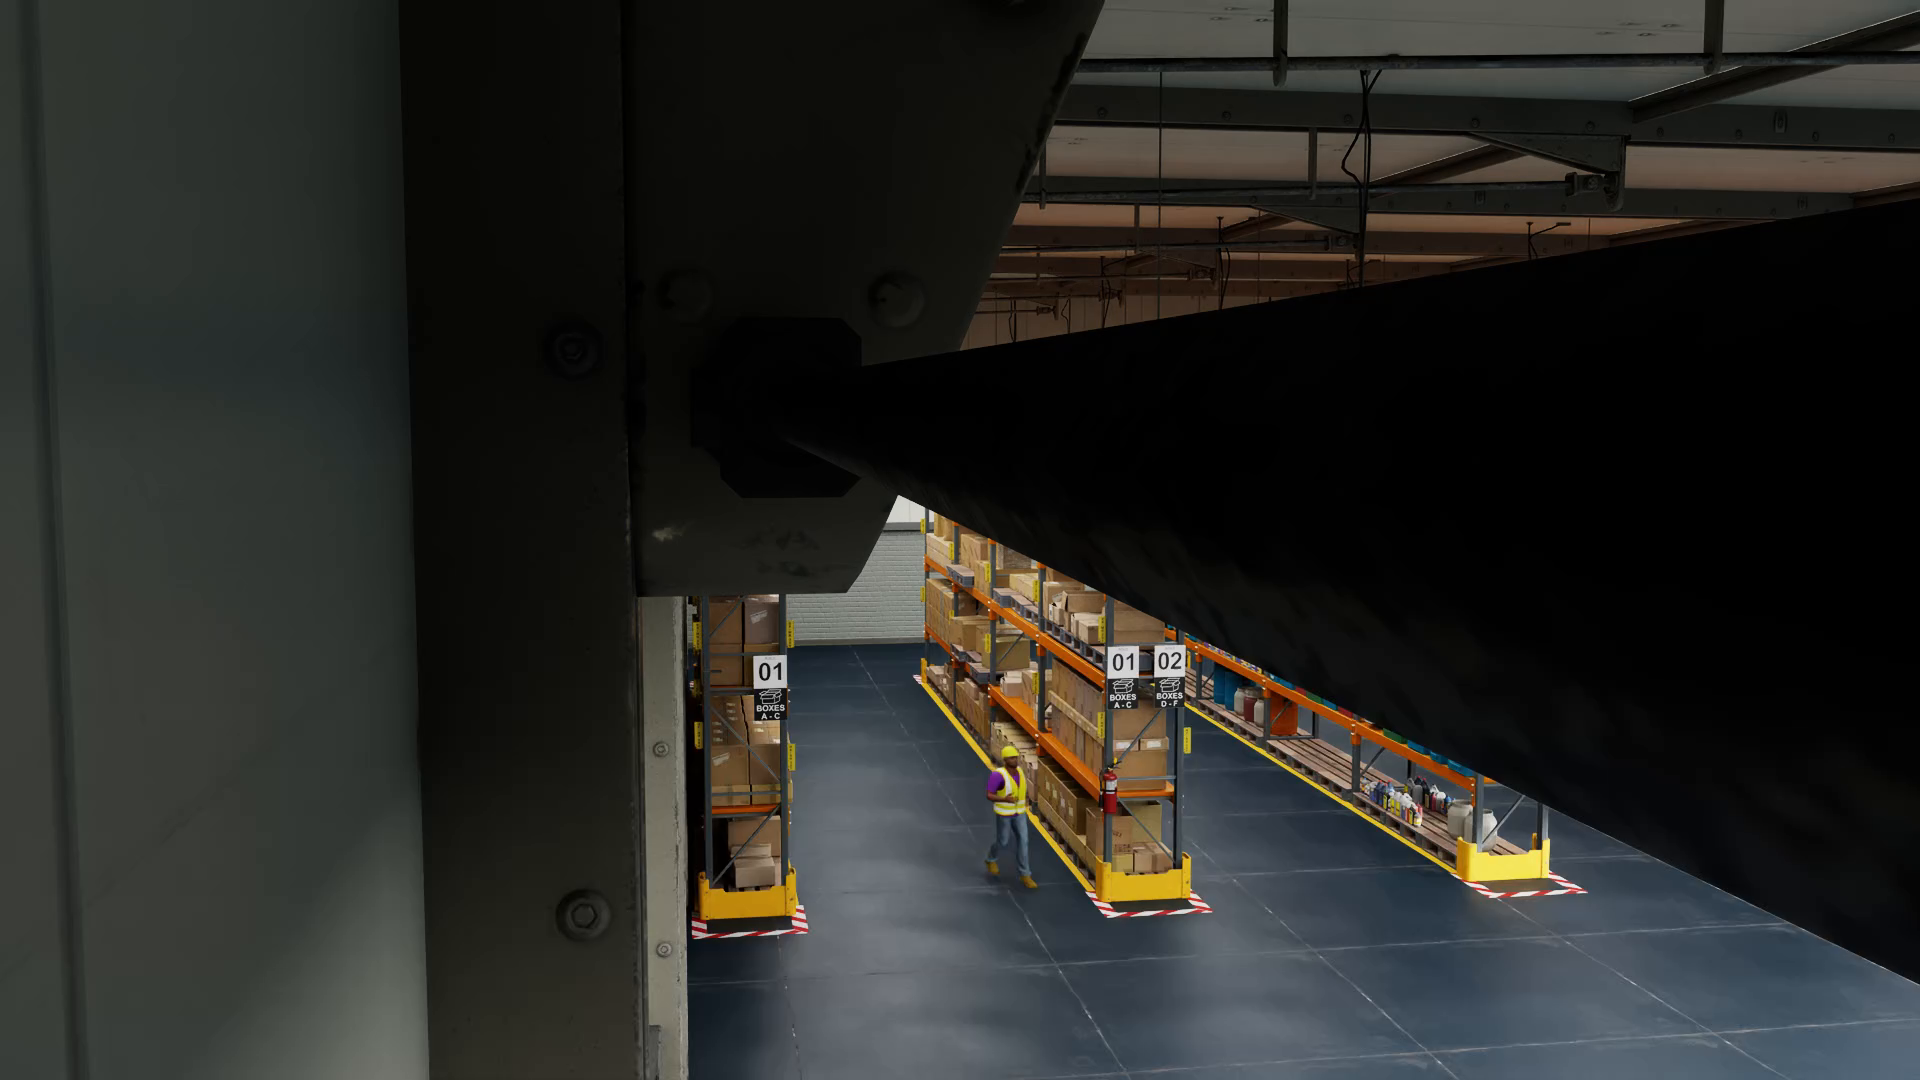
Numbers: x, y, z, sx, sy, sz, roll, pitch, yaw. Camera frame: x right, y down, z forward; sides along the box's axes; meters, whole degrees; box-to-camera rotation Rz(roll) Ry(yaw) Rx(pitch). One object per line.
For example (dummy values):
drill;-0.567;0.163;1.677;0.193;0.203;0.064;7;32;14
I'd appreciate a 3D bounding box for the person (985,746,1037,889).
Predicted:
person;0.627;3.538;21.463;0.695;1.782;0.942;-3;6;-32
